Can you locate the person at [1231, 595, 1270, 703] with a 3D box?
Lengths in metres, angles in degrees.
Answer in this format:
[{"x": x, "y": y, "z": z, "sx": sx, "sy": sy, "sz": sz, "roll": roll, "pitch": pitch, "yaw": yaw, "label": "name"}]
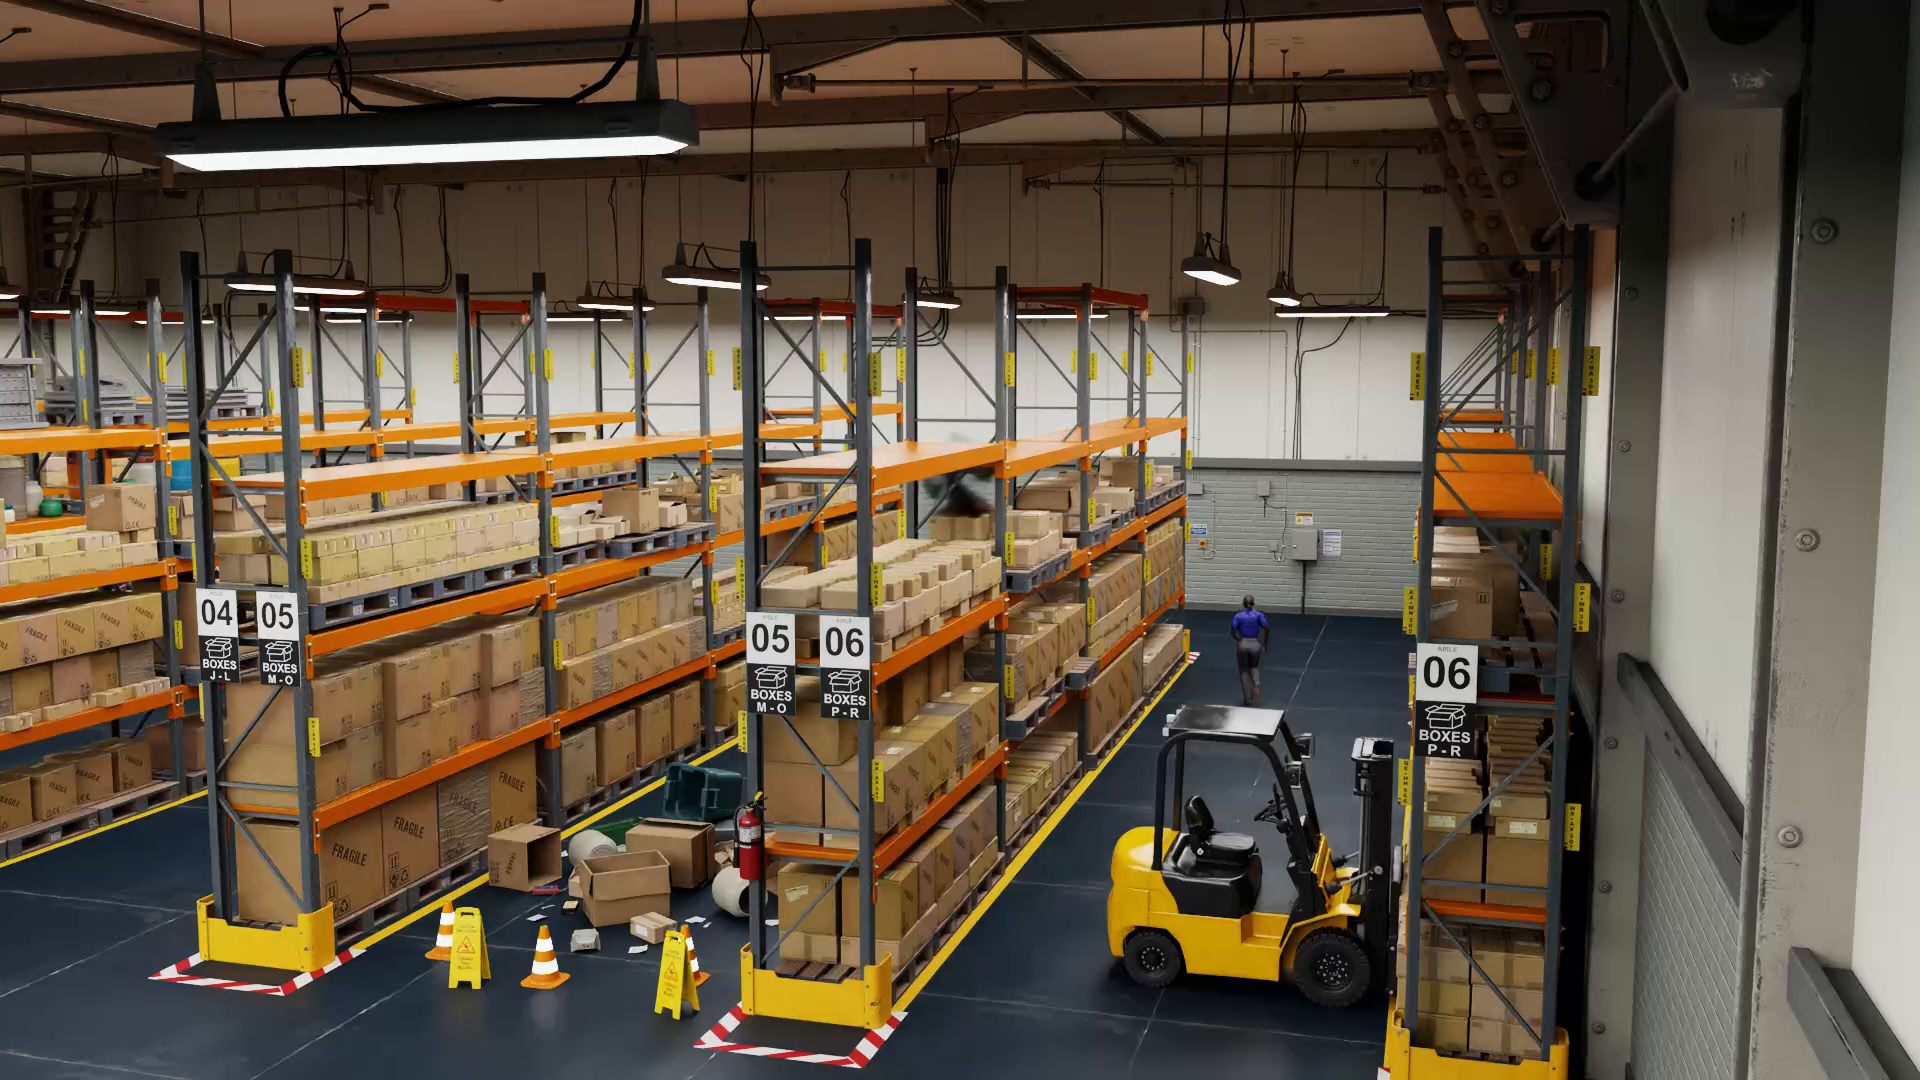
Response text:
[{"x": 4.302, "y": 1.605, "z": 24.736, "sx": 0.559, "sy": 1.606, "sz": 0.586, "roll": 0, "pitch": 6, "yaw": 2, "label": "person"}]
